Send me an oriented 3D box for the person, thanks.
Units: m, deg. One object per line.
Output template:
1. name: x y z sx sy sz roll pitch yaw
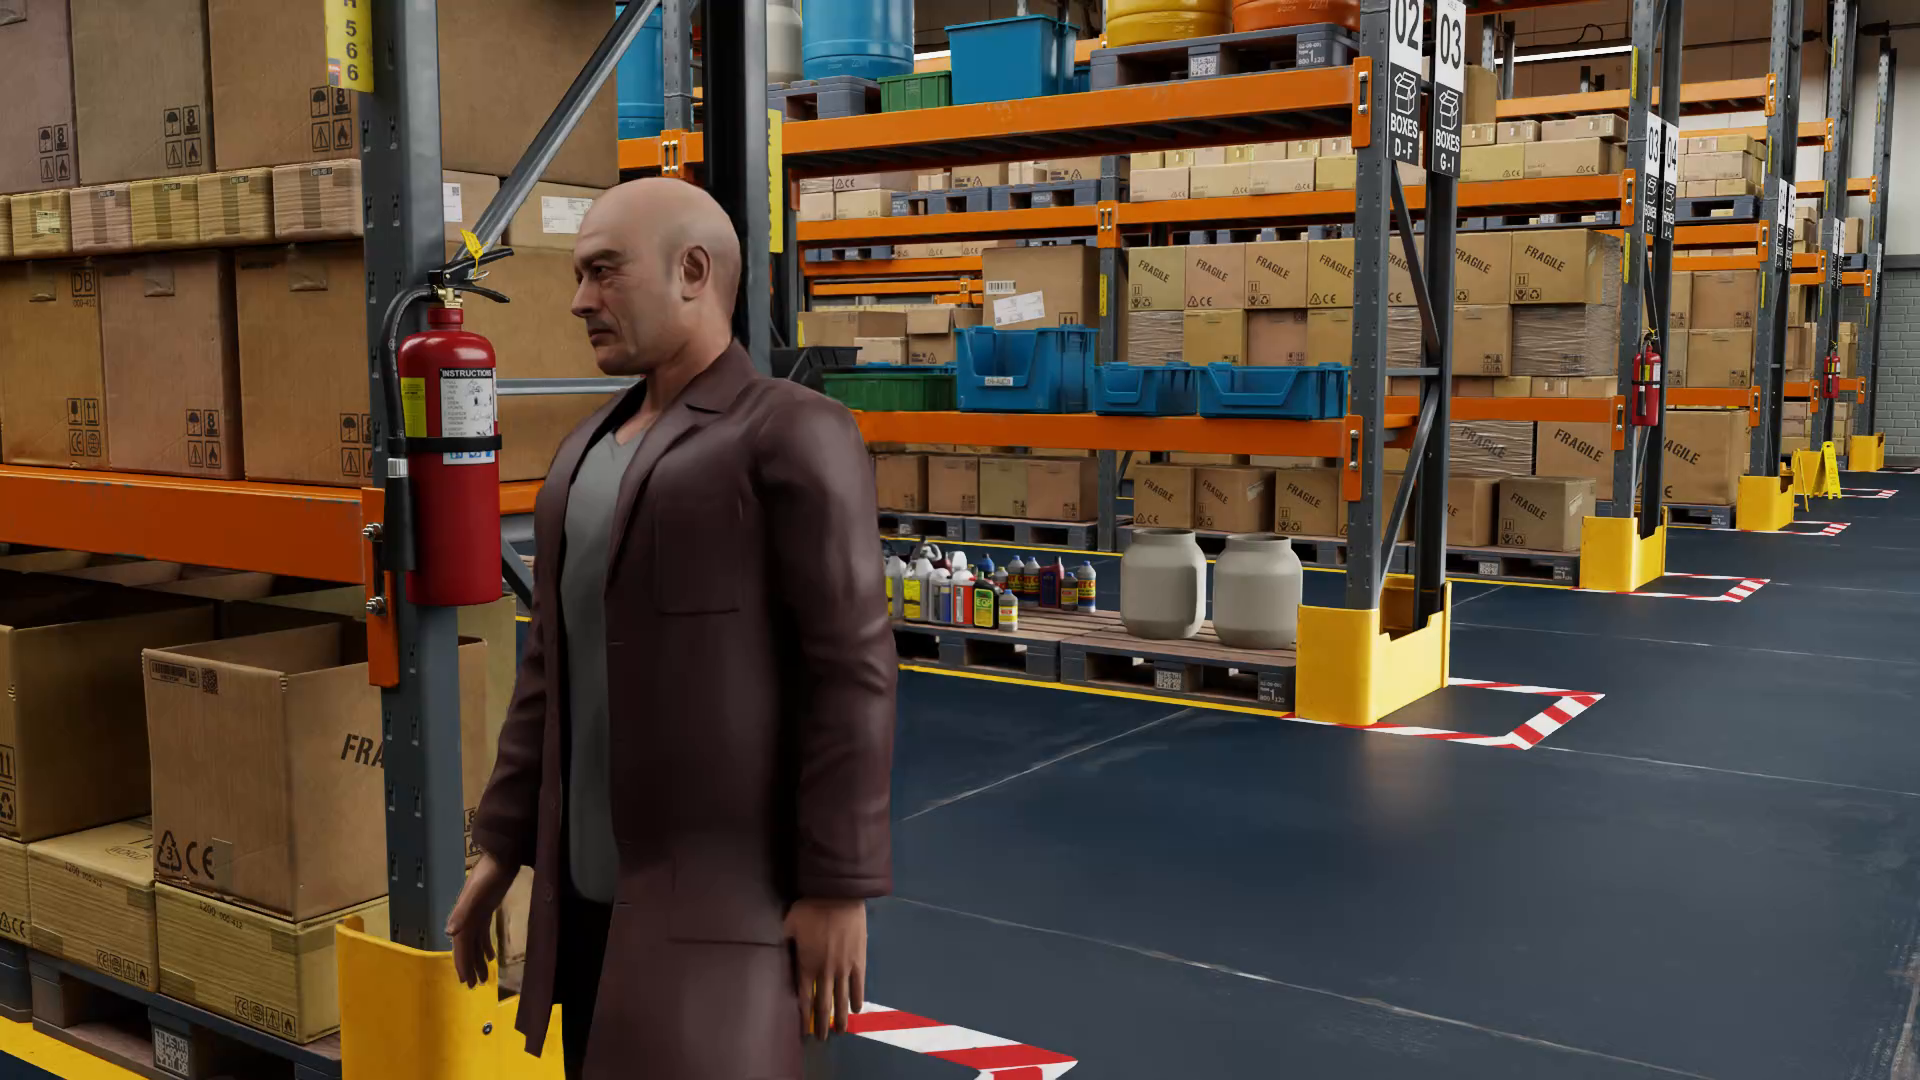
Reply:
1. person: -0.334 0.424 2.145 0.646 1.760 0.559 6 8 42
